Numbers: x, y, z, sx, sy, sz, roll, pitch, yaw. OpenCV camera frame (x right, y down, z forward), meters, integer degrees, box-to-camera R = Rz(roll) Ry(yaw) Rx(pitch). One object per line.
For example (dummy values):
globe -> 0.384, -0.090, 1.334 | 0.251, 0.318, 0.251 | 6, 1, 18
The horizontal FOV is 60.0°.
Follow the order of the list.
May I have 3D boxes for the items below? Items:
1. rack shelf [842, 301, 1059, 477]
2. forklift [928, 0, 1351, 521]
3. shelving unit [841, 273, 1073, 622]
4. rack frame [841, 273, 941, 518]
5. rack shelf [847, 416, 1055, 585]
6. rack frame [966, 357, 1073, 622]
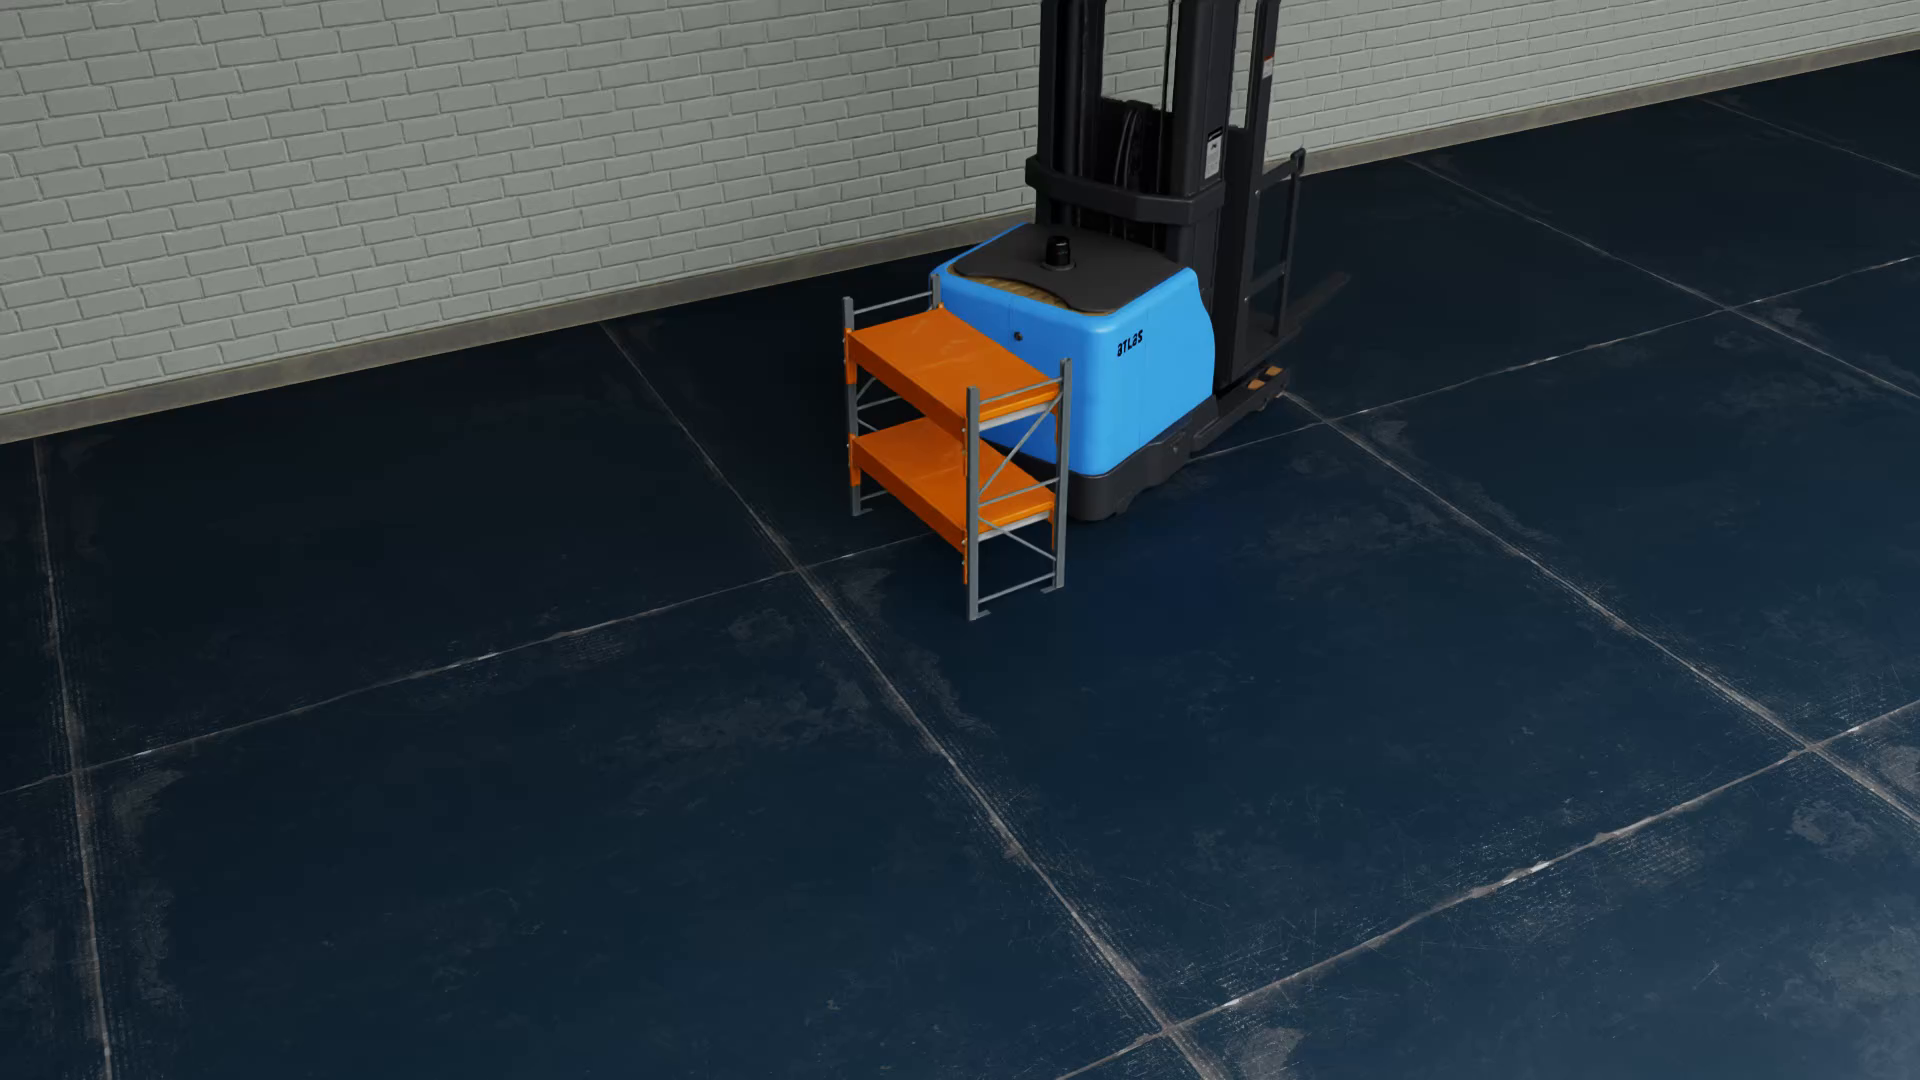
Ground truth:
rack shelf -> -0.031, -0.676, 7.219 | 0.538, 0.278, 1.000 | -19, 37, -27
forklift -> 1.122, -2.059, 8.247 | 1.130, 2.935, 3.031 | 22, 39, 30
shelving unit -> -0.031, -0.429, 7.377 | 0.538, 1.125, 1.048 | -19, 37, -27
rack frame -> -0.306, -0.660, 7.737 | 0.500, 1.125, 0.032 | -19, 37, -27
rack shelf -> -0.031, -0.223, 7.509 | 0.538, 0.278, 1.000 | -19, 37, -27
rack frame -> 0.244, -0.199, 7.017 | 0.500, 1.125, 0.032 | -19, 37, -27
